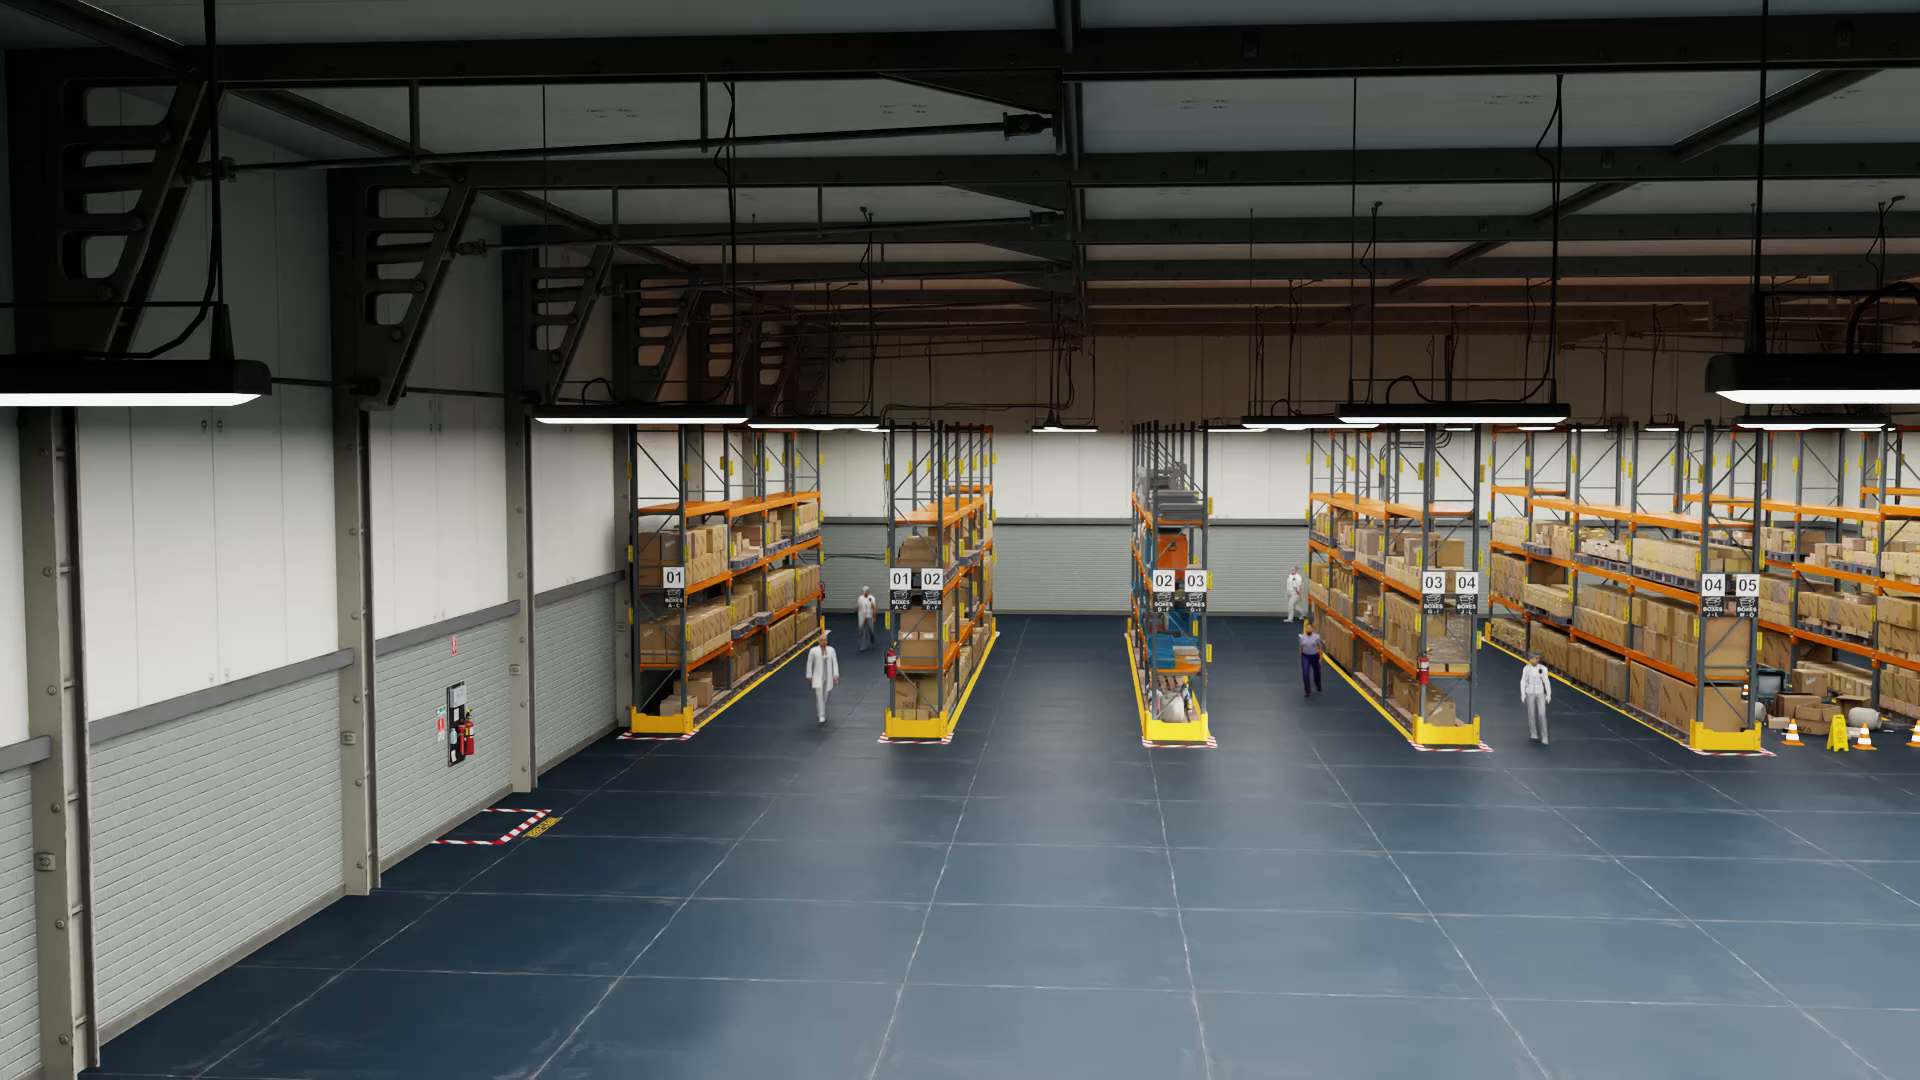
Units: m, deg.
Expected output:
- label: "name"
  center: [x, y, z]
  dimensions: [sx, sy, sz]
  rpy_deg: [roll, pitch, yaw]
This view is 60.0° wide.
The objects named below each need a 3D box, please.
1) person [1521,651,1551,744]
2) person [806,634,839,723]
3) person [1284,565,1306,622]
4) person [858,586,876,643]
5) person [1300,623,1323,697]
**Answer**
- label: "person"
  center: [10.774, 2.923, 31.115]
  dimensions: [0.589, 1.690, 0.616]
  rpy_deg: [2, 4, 31]
- label: "person"
  center: [-2.704, 2.739, 33.055]
  dimensions: [0.600, 1.729, 1.103]
  rpy_deg: [-2, 4, -27]
- label: "person"
  center: [10.233, 1.632, 50.749]
  dimensions: [0.939, 1.733, 0.528]
  rpy_deg: [-2, 4, -24]
- label: "person"
  center: [-2.473, 2.004, 44.229]
  dimensions: [0.486, 1.572, 0.887]
  rpy_deg: [0, 4, 2]
- label: "person"
  center: [7.712, 2.603, 36.517]
  dimensions: [0.504, 1.608, 0.896]
  rpy_deg: [1, 4, 14]
